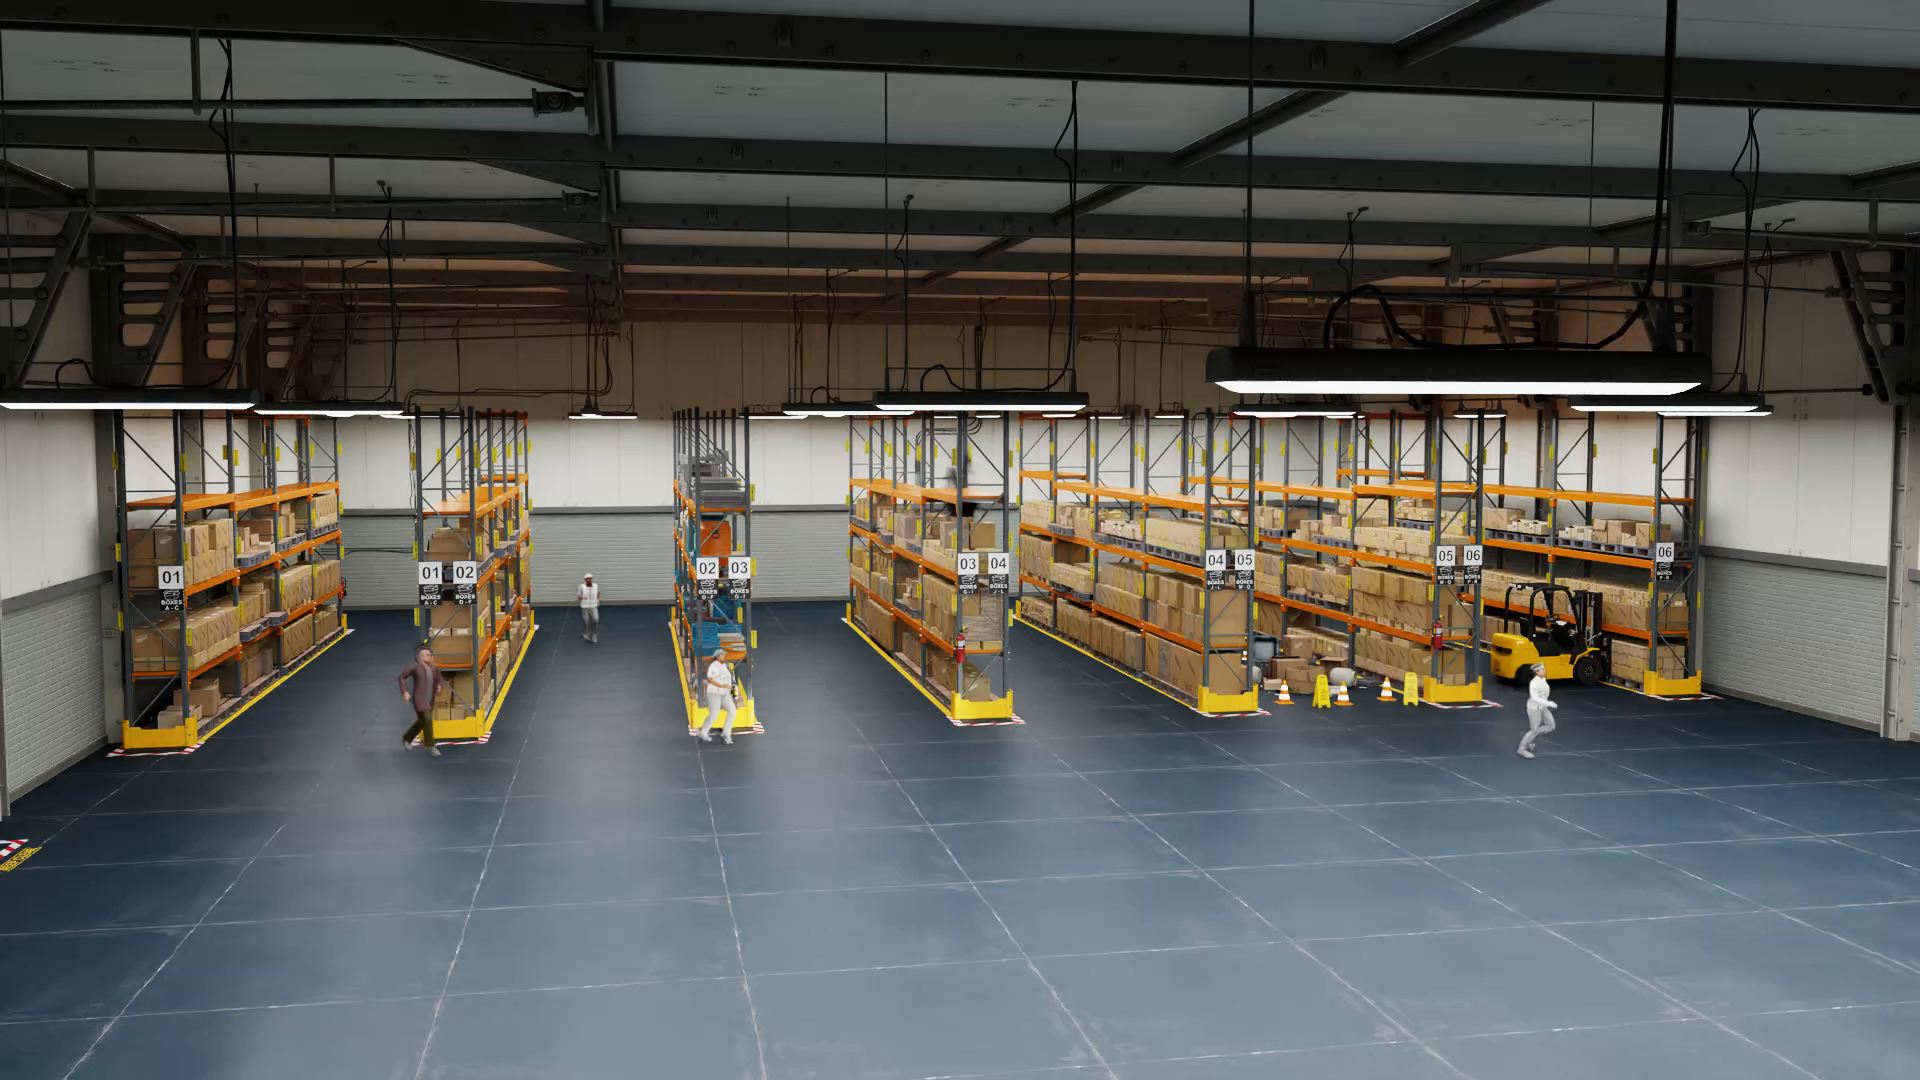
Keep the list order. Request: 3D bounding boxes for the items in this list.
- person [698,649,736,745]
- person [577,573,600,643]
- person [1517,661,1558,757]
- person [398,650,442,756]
[{"bbox_3d":[-4.300,2.797,29.740,0.689,1.671,0.630,2,5,29],"label":"person"},{"bbox_3d":[-9.615,1.771,43.166,0.626,1.817,0.783,-2,4,-21],"label":"person"},{"bbox_3d":[9.892,2.881,28.373,0.679,1.658,0.639,4,6,43],"label":"person"},{"bbox_3d":[-9.204,2.787,28.734,0.941,1.770,0.715,2,5,30],"label":"person"}]
